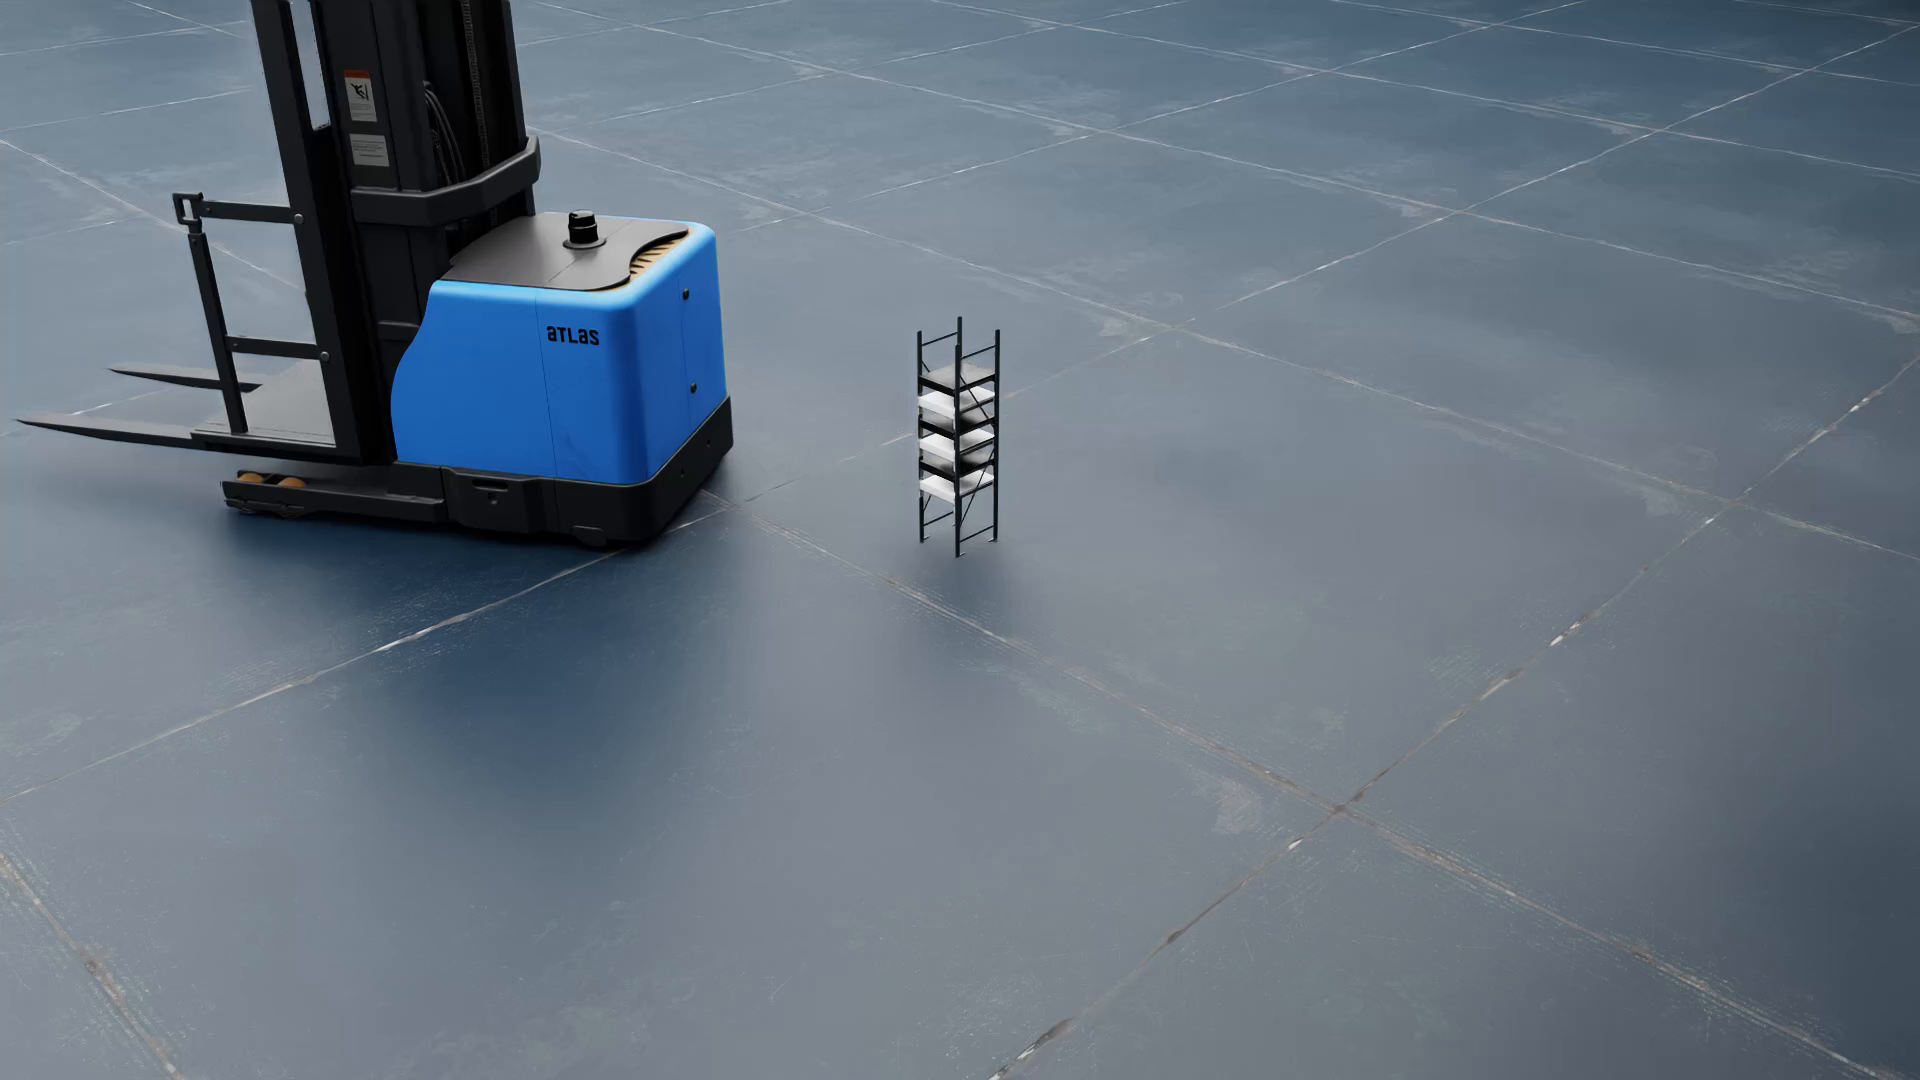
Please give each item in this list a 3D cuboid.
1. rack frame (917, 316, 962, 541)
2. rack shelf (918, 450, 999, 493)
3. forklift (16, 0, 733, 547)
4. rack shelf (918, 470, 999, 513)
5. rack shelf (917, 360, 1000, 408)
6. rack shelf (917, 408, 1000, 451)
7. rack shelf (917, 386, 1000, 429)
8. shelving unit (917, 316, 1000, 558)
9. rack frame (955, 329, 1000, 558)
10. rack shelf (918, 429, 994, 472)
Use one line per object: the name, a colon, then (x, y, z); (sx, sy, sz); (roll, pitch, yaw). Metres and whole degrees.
rack frame: (-0.078, -0.434, 6.609); (0.006, 0.900, 0.240); (25, 36, 38)
rack shelf: (-0.006, -0.292, 6.603); (0.200, 0.077, 0.258); (25, 36, 38)
forklift: (-2.582, -1.618, 6.678); (3.031, 2.935, 1.130); (6, 28, 12)
rack shelf: (-0.006, -0.212, 6.645); (0.200, 0.077, 0.258); (25, 36, 38)
rack shelf: (-0.006, -0.610, 6.435); (0.200, 0.077, 0.258); (25, 36, 38)
rack shelf: (-0.006, -0.451, 6.519); (0.200, 0.077, 0.258); (25, 36, 38)
rack shelf: (-0.006, -0.531, 6.477); (0.200, 0.077, 0.258); (25, 36, 38)
shelving unit: (-0.006, -0.401, 6.546); (0.210, 0.900, 0.258); (25, 36, 38)
rack frame: (0.067, -0.368, 6.483); (0.006, 0.900, 0.240); (25, 36, 38)
rack shelf: (-0.006, -0.371, 6.561); (0.200, 0.077, 0.258); (25, 36, 38)
